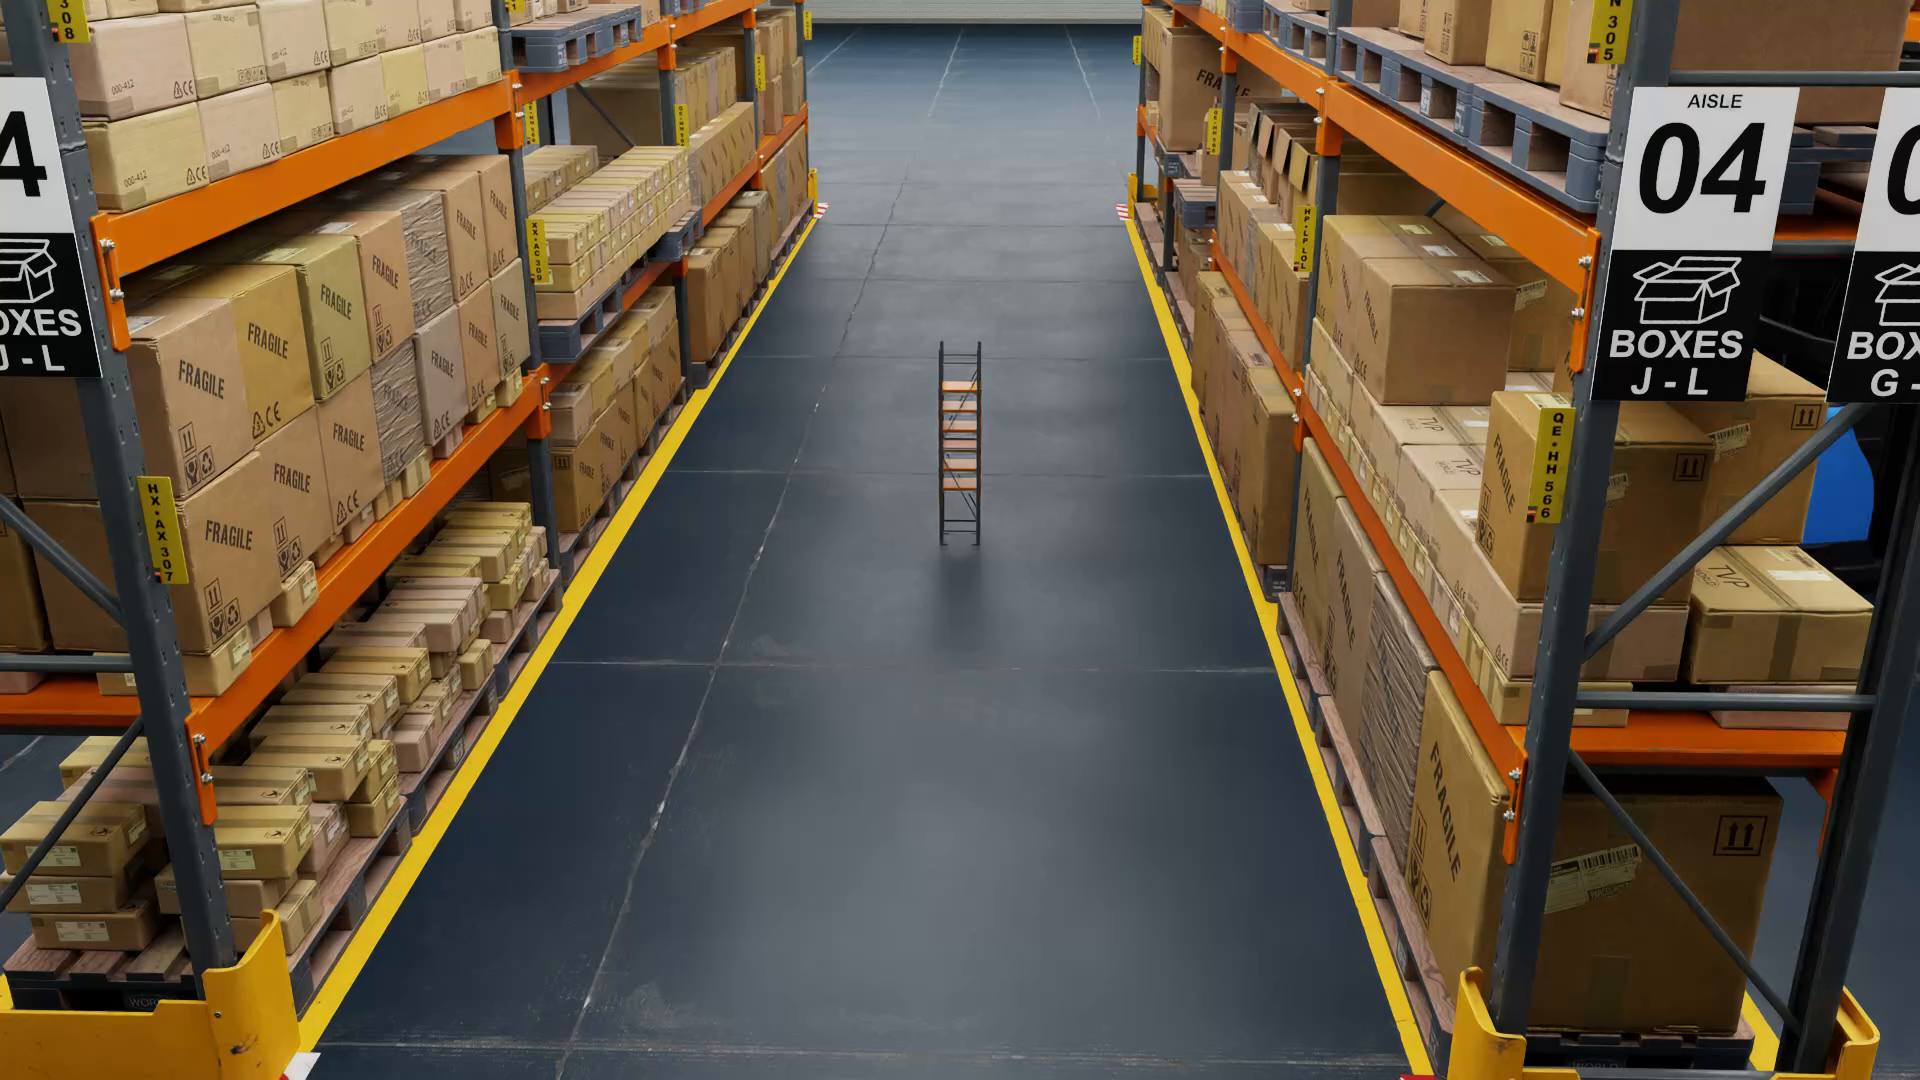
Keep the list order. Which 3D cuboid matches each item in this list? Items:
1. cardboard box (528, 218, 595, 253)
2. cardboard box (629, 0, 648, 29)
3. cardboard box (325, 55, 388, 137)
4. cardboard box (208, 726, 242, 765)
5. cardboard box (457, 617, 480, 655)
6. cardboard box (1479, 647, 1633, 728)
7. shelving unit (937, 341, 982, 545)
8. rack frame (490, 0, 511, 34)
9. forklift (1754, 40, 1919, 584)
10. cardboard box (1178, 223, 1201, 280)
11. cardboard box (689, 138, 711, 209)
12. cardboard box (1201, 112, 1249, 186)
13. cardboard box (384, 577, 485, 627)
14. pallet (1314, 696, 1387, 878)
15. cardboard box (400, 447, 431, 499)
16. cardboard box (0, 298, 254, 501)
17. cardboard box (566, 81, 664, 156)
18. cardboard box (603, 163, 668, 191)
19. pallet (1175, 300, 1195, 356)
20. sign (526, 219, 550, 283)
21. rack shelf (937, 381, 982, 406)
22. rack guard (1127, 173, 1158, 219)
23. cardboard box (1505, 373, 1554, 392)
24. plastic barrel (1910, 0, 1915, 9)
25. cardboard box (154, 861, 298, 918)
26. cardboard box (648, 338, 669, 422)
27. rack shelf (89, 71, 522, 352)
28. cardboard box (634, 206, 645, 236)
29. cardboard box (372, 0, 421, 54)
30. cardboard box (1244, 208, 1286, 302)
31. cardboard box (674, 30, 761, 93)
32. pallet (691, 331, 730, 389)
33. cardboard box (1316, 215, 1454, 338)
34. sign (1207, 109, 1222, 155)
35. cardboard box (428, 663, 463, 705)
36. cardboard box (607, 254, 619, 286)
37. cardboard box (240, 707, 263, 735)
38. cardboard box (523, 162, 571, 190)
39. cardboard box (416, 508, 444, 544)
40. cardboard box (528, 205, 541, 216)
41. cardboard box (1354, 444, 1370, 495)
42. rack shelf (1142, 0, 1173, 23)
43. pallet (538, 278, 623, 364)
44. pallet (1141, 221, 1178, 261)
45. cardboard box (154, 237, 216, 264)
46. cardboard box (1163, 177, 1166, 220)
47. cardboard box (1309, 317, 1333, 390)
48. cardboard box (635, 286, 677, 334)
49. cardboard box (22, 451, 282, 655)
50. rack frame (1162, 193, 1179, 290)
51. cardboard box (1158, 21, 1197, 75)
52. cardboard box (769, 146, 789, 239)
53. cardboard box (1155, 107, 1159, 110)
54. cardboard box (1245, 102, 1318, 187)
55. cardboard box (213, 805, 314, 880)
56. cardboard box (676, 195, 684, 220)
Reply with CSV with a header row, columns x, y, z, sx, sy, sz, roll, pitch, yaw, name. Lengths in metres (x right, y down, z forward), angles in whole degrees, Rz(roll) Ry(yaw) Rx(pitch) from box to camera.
x,y,z,sx,sy,sz,roll,pitch,yaw,name
-2.227,-1.669,9.127,0.380,0.149,0.250,1,21,3,cardboard box
-2.345,-3.576,10.813,0.500,0.500,0.500,1,21,2,cardboard box
-2.504,-1.679,6.271,0.500,0.250,0.500,1,21,1,cardboard box
-3.043,0.755,6.474,0.380,0.149,0.250,0,21,-1,cardboard box
-2.474,0.415,7.763,0.380,0.149,0.250,1,21,3,cardboard box
1.813,0.448,5.076,0.380,0.149,0.250,1,21,3,cardboard box
0.000,-0.565,9.825,0.258,1.200,0.189,1,21,2,shelving unit
-2.701,-3.871,7.566,1.000,3.000,0.127,1,21,2,rack frame
5.357,-1.290,9.303,3.031,2.935,1.130,-4,22,-10,forklift
2.456,-2.694,15.673,0.700,0.500,0.500,-1,21,-3,cardboard box
-2.284,-2.911,13.245,0.500,0.500,0.500,0,21,1,cardboard box
2.268,-3.071,13.077,0.700,0.500,0.500,4,22,10,cardboard box
-2.422,0.288,7.679,0.380,0.149,0.250,0,21,-1,cardboard box
2.117,1.033,7.075,1.003,0.211,1.213,1,21,2,pallet
-2.452,-0.285,6.965,0.380,0.149,0.250,1,21,3,cardboard box
-2.544,-0.439,5.082,0.500,0.500,0.500,1,21,1,cardboard box
-2.556,-3.196,12.598,0.700,0.500,0.500,1,21,1,cardboard box
-2.159,-2.412,11.044,0.380,0.149,0.250,1,21,3,cardboard box
2.440,-1.852,14.511,1.003,0.211,1.213,1,21,2,pallet
-2.159,-1.475,8.487,0.100,0.325,0.005,1,21,2,sign
0.000,-0.859,9.711,0.258,0.103,0.180,1,21,2,rack shelf
2.616,-4.129,19.980,1.175,0.500,0.348,1,21,2,rack guard
2.473,-0.518,7.013,0.500,0.250,0.500,1,21,3,cardboard box
7.131,-4.172,12.678,0.301,0.262,0.301,0,21,0,plastic barrel
-2.551,1.180,5.791,0.380,0.149,0.250,2,21,4,cardboard box
-2.358,-1.123,11.651,0.500,0.500,0.500,1,21,4,cardboard box
-2.762,-1.414,6.375,1.077,0.370,4.000,1,21,2,rack shelf
-2.184,-1.995,10.379,0.380,0.149,0.250,0,21,1,cardboard box
-2.500,-2.090,6.638,0.500,0.250,0.500,1,21,4,cardboard box
2.045,-1.751,10.257,0.500,0.500,0.500,1,21,2,cardboard box
-2.413,-4.673,16.227,0.875,0.550,0.550,1,21,2,cardboard box
-2.481,-1.505,13.616,1.003,0.211,1.213,1,21,2,pallet
1.983,-1.231,7.815,0.500,0.500,0.500,1,21,2,cardboard box
1.832,-2.935,11.956,0.100,0.325,0.005,1,21,2,sign
-2.479,0.672,7.511,0.380,0.149,0.250,1,21,3,cardboard box
-2.207,-1.572,9.700,0.380,0.149,0.250,1,21,2,cardboard box
-3.075,0.797,6.777,0.380,0.149,0.250,1,21,2,cardboard box
-2.814,-2.430,11.090,0.380,0.149,0.250,0,21,-1,cardboard box
-2.919,-0.096,8.669,0.380,0.149,0.250,1,21,4,cardboard box
-2.837,-2.002,10.398,0.380,0.149,0.250,1,21,4,cardboard box
1.873,-0.294,6.988,0.380,0.149,0.250,1,21,2,cardboard box
2.557,-5.662,17.323,1.077,0.370,4.000,1,21,2,rack shelf
-2.533,-1.260,9.394,1.003,0.211,1.213,1,21,2,pallet
2.516,-3.261,18.143,1.003,0.211,1.213,1,21,2,pallet
-3.036,-0.819,6.062,0.500,0.500,0.500,2,21,4,cardboard box
2.598,-3.911,18.836,0.500,0.500,0.500,6,22,16,cardboard box
1.977,-0.885,7.960,0.500,0.250,0.500,0,21,1,cardboard box
-2.339,-1.651,11.975,0.500,0.250,0.500,0,21,0,cardboard box
-2.533,0.027,5.263,0.500,0.500,0.500,2,21,4,cardboard box
2.496,-3.876,15.872,1.000,3.000,0.127,1,21,2,rack frame
2.249,-4.874,16.512,0.500,0.500,0.500,1,21,2,cardboard box
-2.345,-3.725,17.839,0.875,0.875,0.875,1,21,2,cardboard box
2.340,-4.653,18.221,0.380,0.149,0.250,1,21,2,cardboard box
2.336,-2.680,11.264,0.797,0.503,0.637,1,21,3,cardboard box
-2.468,1.042,5.735,0.380,0.149,0.250,0,21,-1,cardboard box
-2.145,-2.326,11.644,0.380,0.149,0.250,1,21,1,cardboard box
